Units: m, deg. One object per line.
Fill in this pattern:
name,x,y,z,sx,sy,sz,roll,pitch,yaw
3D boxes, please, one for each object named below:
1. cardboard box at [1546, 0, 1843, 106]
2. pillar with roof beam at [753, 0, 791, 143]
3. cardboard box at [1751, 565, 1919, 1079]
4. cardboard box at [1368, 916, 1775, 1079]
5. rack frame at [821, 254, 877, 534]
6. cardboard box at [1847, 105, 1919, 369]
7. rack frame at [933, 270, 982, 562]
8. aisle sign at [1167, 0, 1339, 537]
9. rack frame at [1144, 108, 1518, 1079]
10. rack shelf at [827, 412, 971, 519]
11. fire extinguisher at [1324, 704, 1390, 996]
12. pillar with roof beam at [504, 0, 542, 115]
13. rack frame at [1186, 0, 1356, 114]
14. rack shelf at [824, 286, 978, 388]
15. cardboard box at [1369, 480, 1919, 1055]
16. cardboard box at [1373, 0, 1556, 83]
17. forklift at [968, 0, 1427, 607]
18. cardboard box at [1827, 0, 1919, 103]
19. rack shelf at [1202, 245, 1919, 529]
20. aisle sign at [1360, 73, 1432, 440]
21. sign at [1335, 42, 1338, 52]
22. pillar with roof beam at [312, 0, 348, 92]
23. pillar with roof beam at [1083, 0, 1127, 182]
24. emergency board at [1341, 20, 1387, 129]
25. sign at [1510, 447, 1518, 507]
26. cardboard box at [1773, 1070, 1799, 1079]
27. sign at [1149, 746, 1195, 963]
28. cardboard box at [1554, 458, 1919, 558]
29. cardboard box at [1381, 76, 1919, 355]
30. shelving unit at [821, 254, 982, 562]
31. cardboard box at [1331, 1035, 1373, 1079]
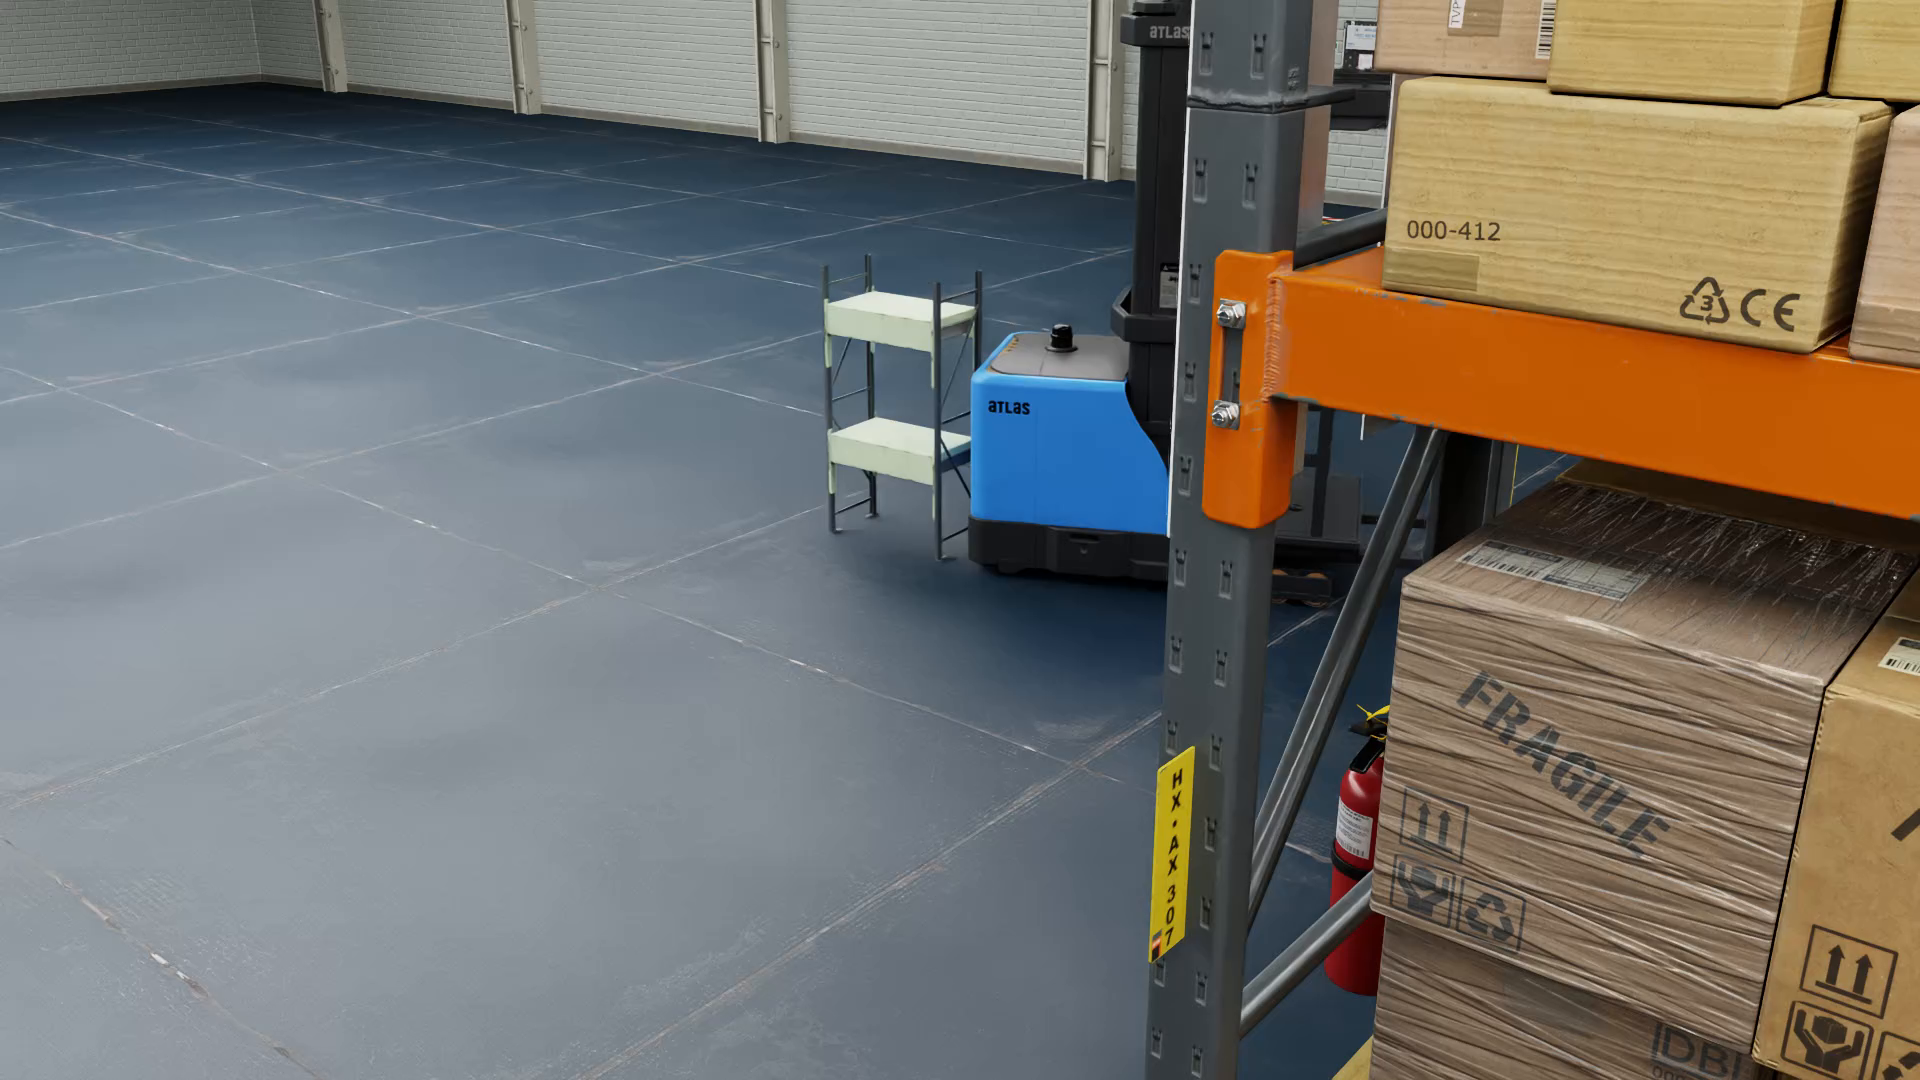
cardboard box,0.864,-0.589,1.875,0.250,0.149,0.380,17,26,37
pillar with roof beam,-5.525,-9.066,20.457,0.400,9.000,9.100,16,26,36
cardboard box,1.294,0.379,1.931,0.500,0.500,0.500,16,26,36
cardboard box,1.066,0.666,2.586,0.500,0.500,0.875,16,26,36
rack frame,-0.605,-0.794,9.149,0.023,1.500,0.400,14,25,33
cardboard box,1.271,-0.320,1.726,0.500,0.250,0.500,15,26,35
rack frame,-0.010,-0.644,8.750,0.023,1.500,0.400,14,25,33
aisle sign,0.420,-0.426,2.362,0.004,0.787,0.394,16,26,36
rack frame,0.657,0.722,3.002,0.127,3.000,1.000,16,26,36
rack shelf,-0.308,-0.414,9.065,0.720,0.370,0.431,14,25,33
fire extinguisher,0.860,0.607,3.417,0.183,0.674,0.296,16,26,36
pillar with roof beam,-10.173,-10.405,24.007,0.400,9.000,9.100,16,26,36
rack frame,0.657,-2.085,1.943,0.127,3.000,1.000,16,26,36
rack shelf,-0.308,-1.084,8.812,0.720,0.370,0.431,14,25,33
cardboard box,0.911,0.266,2.232,0.500,0.500,0.500,16,26,36
cardboard box,0.724,-0.673,2.098,0.250,0.149,0.380,16,26,36
forklift,1.615,-1.244,8.312,3.031,2.935,1.130,5,21,13
cardboard box,1.138,-0.566,1.815,0.250,0.149,0.380,16,26,35
rack shelf,2.207,0.102,1.416,4.000,0.370,1.077,16,26,36
aisle sign,0.799,-0.590,2.797,0.004,0.787,0.394,16,26,36
sign,4.238,-5.733,19.319,0.331,0.109,0.001,16,26,36
pillar with roof beam,-14.821,-11.744,27.556,0.400,9.000,9.100,16,26,36
pillar with roof beam,-0.876,-7.728,16.907,0.400,9.000,9.100,16,26,36
emergency board,4.604,-5.321,19.026,0.643,1.169,0.194,16,26,36
sign,1.024,-0.115,3.132,0.005,0.325,0.100,16,26,36
cardboard box,1.529,0.745,2.378,0.500,0.500,0.875,16,26,36
sign,0.314,0.466,2.456,0.005,0.325,0.100,16,26,36
cardboard box,1.240,0.124,2.609,0.500,0.500,0.500,16,26,36
cardboard box,0.867,-0.433,2.027,0.500,0.250,0.500,17,27,38
shelving unit,-0.308,-0.719,8.950,0.755,1.500,0.431,14,25,33
cardboard box,0.727,0.969,2.705,0.250,0.149,0.380,16,26,36
